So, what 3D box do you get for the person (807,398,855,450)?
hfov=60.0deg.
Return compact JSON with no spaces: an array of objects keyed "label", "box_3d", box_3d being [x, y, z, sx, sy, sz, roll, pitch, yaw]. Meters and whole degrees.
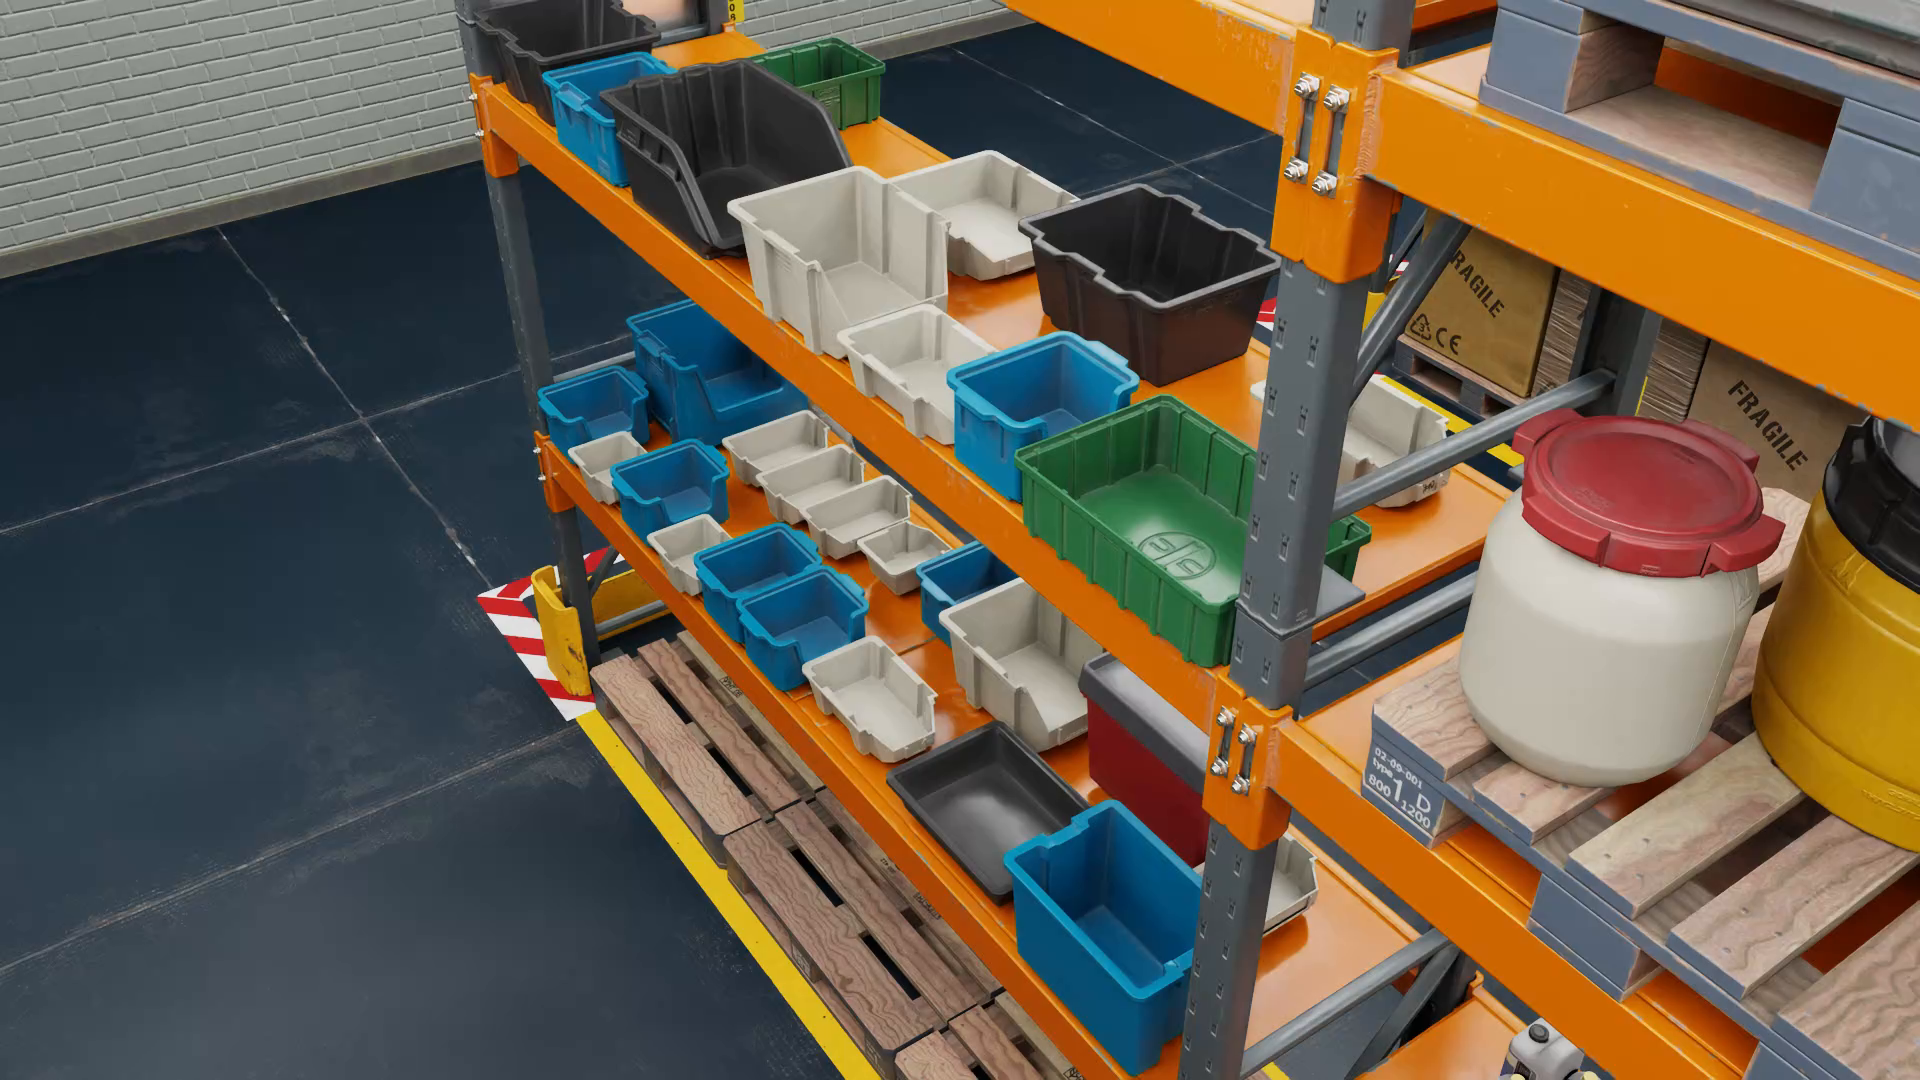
[{"label":"person","box_3d":[-0.915,-1.063,8.431,0.870,1.618,0.506,8,37,11]}]
